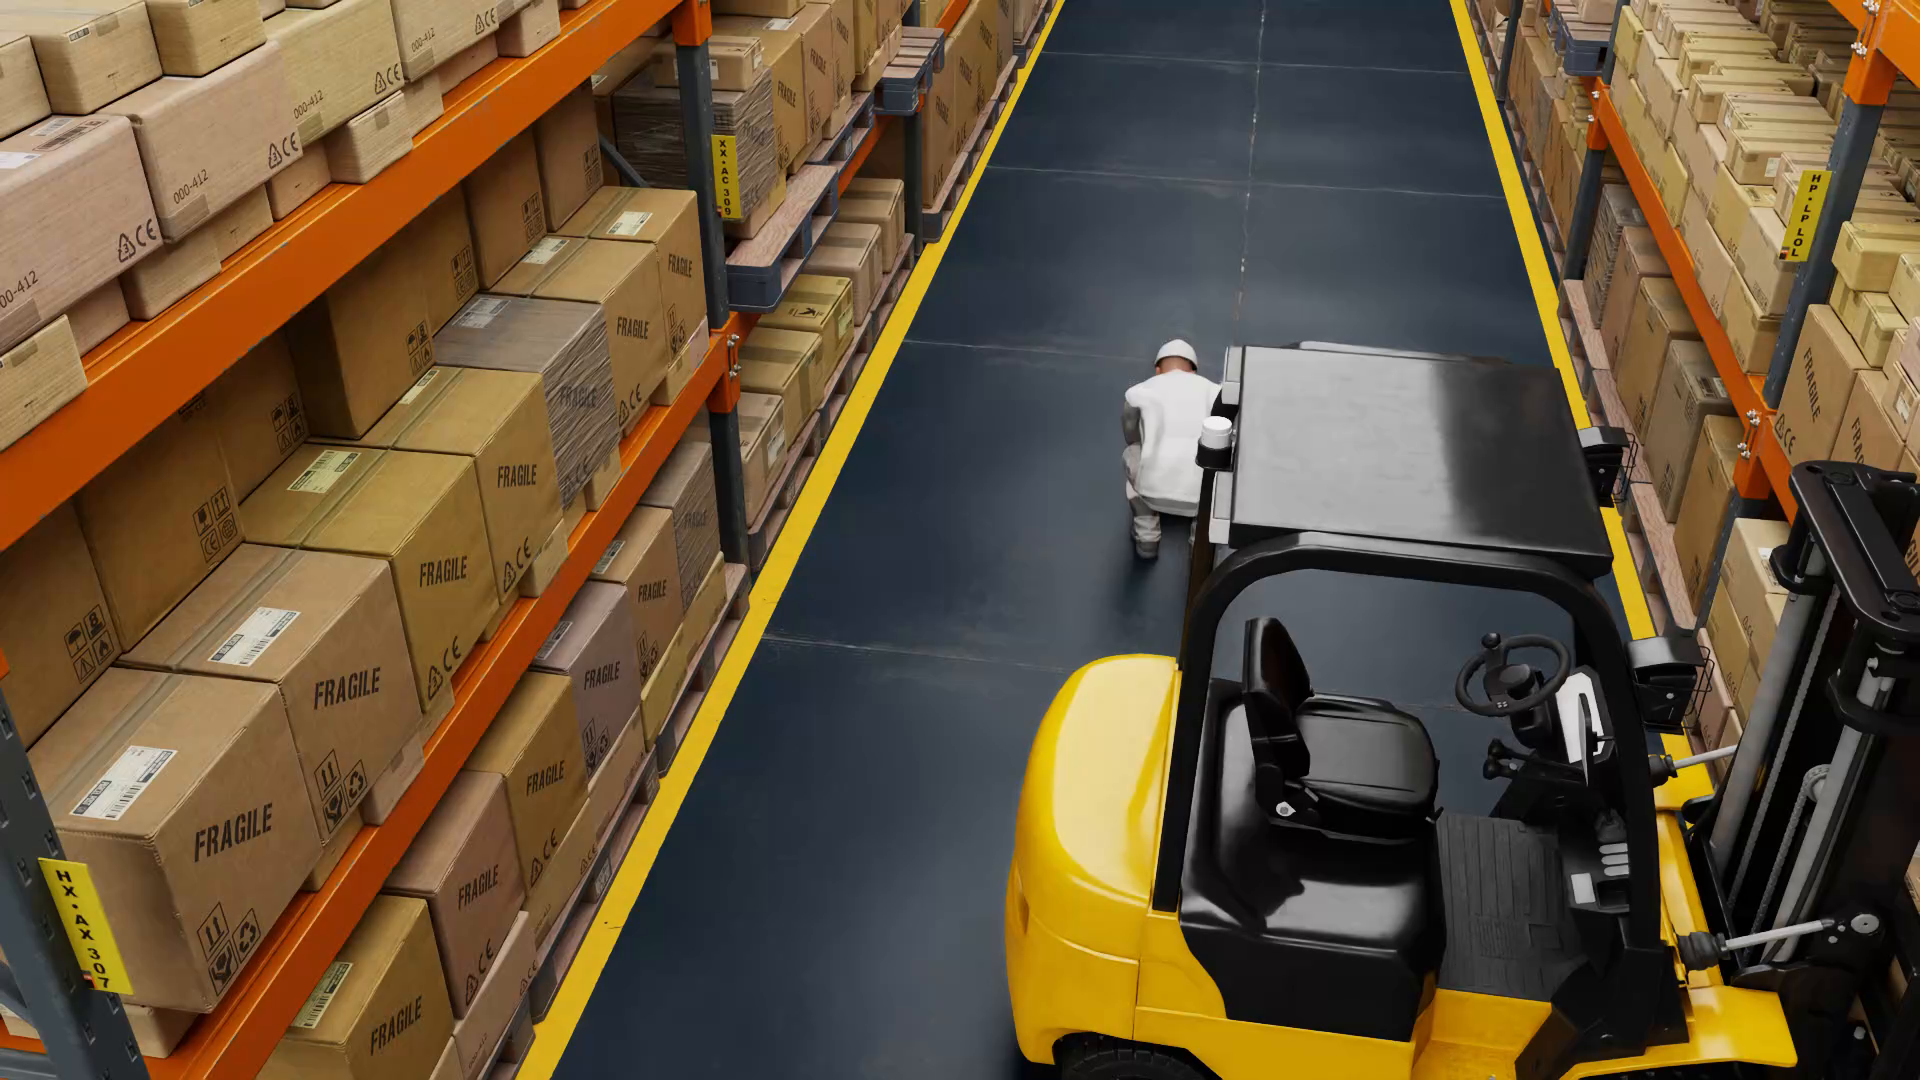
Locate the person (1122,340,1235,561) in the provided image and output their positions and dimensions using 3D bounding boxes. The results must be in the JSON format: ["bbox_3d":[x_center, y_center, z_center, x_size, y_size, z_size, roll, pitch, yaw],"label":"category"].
[{"bbox_3d":[1.009,-0.370,7.690,0.556,0.878,0.908,5,32,8],"label":"person"}]
